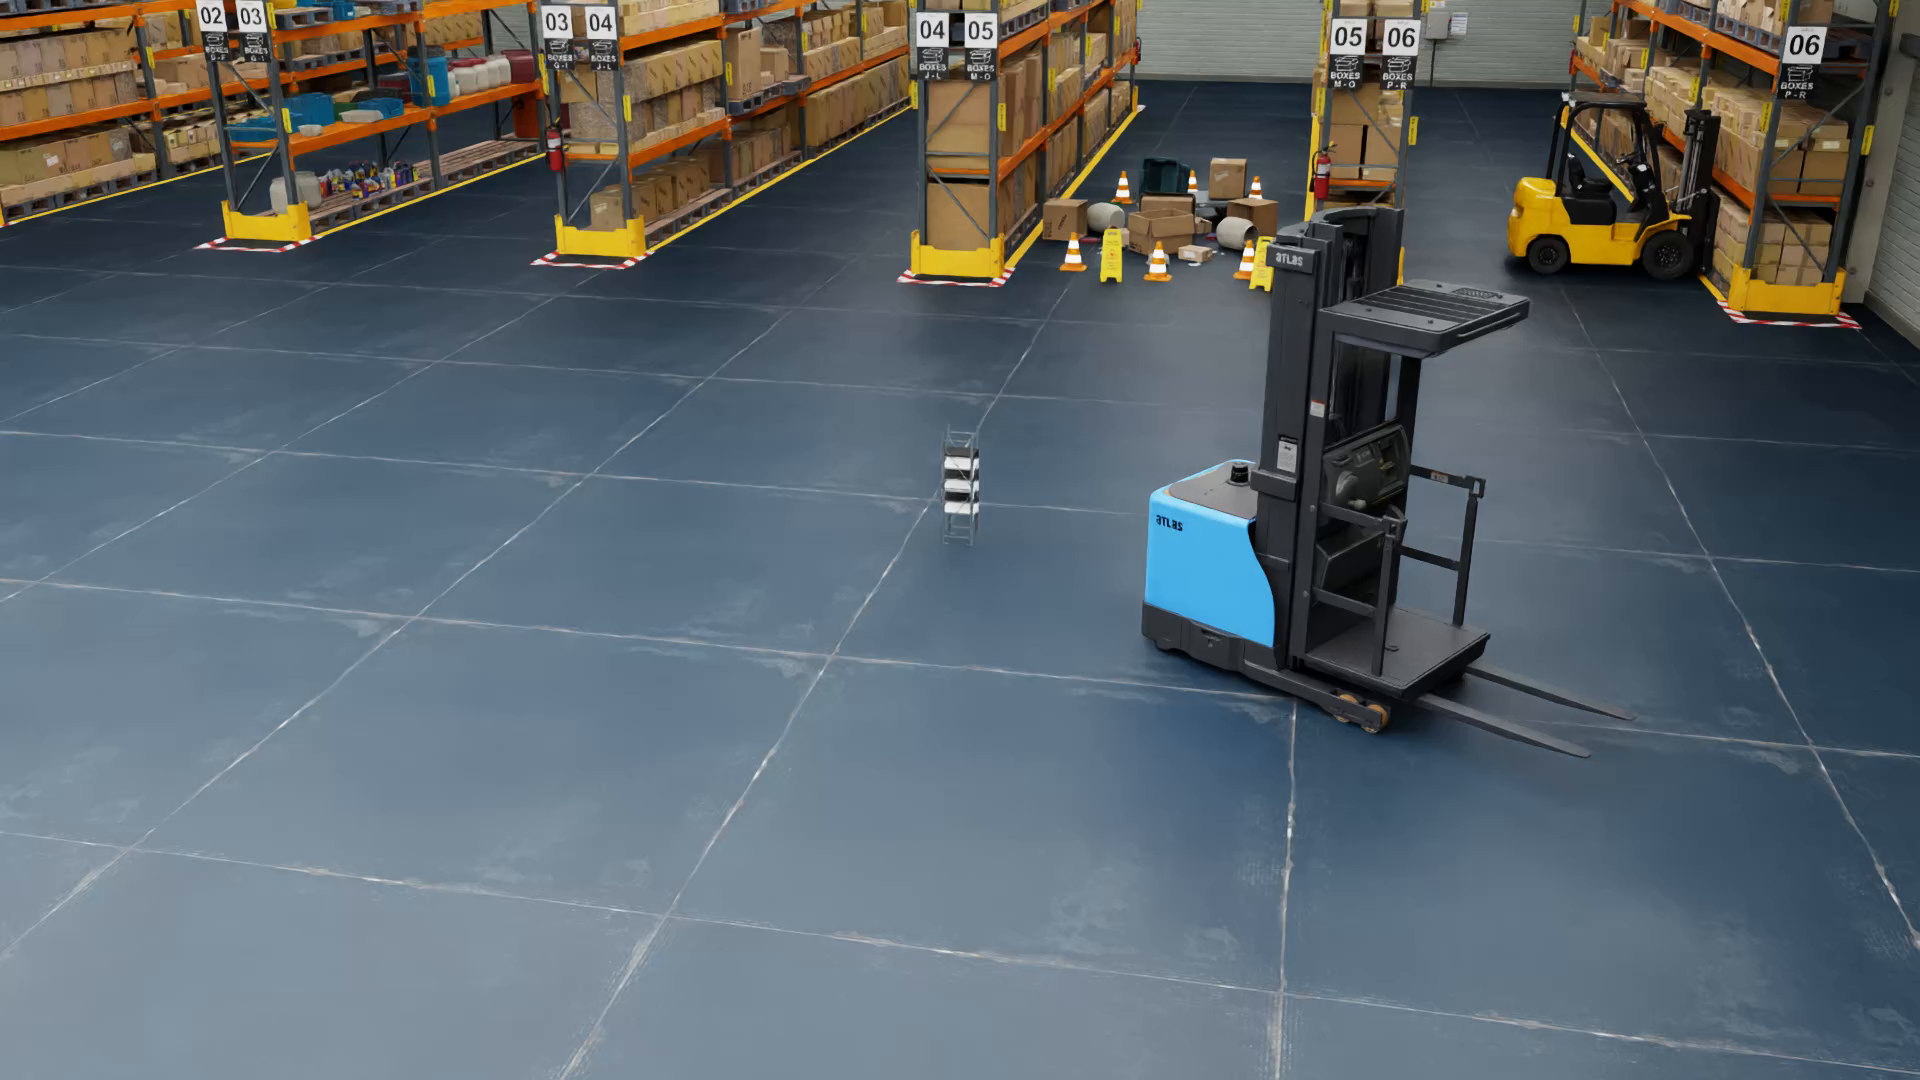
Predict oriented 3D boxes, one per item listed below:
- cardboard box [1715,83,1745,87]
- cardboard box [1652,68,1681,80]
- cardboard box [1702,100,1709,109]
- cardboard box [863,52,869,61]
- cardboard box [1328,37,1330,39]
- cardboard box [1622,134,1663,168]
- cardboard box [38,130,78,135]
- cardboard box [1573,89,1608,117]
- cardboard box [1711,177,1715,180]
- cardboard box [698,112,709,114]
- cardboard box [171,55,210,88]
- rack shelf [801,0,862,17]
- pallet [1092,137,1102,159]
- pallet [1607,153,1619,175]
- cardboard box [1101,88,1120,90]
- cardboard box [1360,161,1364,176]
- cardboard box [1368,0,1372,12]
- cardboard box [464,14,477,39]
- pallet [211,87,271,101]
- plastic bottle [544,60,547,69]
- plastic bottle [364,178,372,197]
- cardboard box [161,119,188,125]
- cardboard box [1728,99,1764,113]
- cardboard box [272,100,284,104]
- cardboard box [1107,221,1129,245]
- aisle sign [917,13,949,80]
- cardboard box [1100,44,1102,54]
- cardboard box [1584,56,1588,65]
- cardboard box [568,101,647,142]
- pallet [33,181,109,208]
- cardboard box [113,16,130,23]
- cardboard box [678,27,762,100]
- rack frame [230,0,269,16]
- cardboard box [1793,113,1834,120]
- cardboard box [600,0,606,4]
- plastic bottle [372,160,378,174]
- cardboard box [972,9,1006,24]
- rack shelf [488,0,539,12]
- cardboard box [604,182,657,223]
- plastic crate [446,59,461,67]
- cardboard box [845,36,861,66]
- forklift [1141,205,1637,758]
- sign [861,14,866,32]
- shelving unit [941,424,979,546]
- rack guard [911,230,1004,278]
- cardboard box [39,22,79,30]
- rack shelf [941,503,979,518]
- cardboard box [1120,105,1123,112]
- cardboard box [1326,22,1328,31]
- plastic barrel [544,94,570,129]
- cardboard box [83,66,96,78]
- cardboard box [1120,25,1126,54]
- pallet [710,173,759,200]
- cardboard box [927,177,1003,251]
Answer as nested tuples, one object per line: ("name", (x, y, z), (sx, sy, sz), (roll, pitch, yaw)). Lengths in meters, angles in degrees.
("cardboard box", (11.110, -6.505, 23.987), (0.380, 0.149, 0.250), (4, 22, 11))
("cardboard box", (10.926, -7.201, 25.717), (0.380, 0.149, 0.250), (5, 22, 12))
("cardboard box", (10.194, -5.834, 22.321), (0.380, 0.149, 0.250), (4, 22, 10))
("cardboard box", (-2.027, -9.608, 33.030), (0.380, 0.149, 0.250), (5, 22, 11))
("cardboard box", (4.909, -6.489, 21.271), (0.380, 0.149, 0.250), (4, 22, 10))
("cardboard box", (11.321, -6.434, 27.599), (0.500, 0.500, 0.500), (4, 22, 10))
("cardboard box", (-14.347, -6.228, 26.416), (0.500, 0.500, 0.500), (4, 22, 11))
("cardboard box", (12.748, -8.792, 33.448), (0.797, 0.503, 0.637), (4, 22, 9))
("cardboard box", (10.111, -4.813, 22.569), (0.500, 0.250, 0.500), (4, 22, 10))
("cardboard box", (-3.971, -6.320, 24.868), (0.380, 0.149, 0.250), (4, 22, 11))
("cardboard box", (-13.360, -8.174, 29.000), (0.500, 0.500, 0.500), (4, 22, 11))
("rack shelf", (-2.821, -9.968, 30.535), (1.077, 0.370, 4.000), (4, 22, 11))
("pallet", (2.018, -7.200, 30.449), (1.003, 0.211, 1.213), (4, 22, 11))
("pallet", (11.773, -6.467, 28.630), (1.003, 0.211, 1.213), (4, 22, 11))
("cardboard box", (3.065, -9.152, 34.021), (0.380, 0.149, 0.250), (4, 22, 9))
("cardboard box", (5.150, -4.583, 20.553), (0.380, 0.149, 0.250), (5, 22, 12))
("cardboard box", (4.847, -6.563, 20.388), (0.380, 0.149, 0.250), (5, 22, 11))
("cardboard box", (-11.221, -11.533, 37.340), (0.500, 0.500, 0.500), (5, 22, 11))
("pallet", (-16.481, -10.200, 37.898), (1.003, 0.211, 1.213), (4, 22, 11))
("plastic bottle", (-7.622, -8.670, 30.539), (0.097, 0.271, 0.097), (0, 22, 0))
("plastic bottle", (-8.965, -5.333, 25.144), (0.097, 0.271, 0.097), (0, 22, 0))
("cardboard box", (-13.736, -7.195, 29.070), (0.500, 0.311, 0.500), (4, 22, 11))
("cardboard box", (9.976, -5.497, 21.087), (0.380, 0.149, 0.250), (4, 22, 11))
("cardboard box", (-12.965, -8.339, 32.302), (0.500, 0.500, 0.500), (5, 23, 13))
("cardboard box", (2.242, -4.263, 23.083), (0.396, 0.266, 0.258), (8, 23, 20))
("aisle sign", (-0.334, -6.040, 20.357), (0.394, 0.787, 0.004), (4, 22, 11))
("cardboard box", (2.428, -9.095, 30.797), (0.380, 0.149, 0.250), (5, 23, 13))
("cardboard box", (12.318, -9.288, 32.238), (0.380, 0.149, 0.250), (4, 22, 9))
("cardboard box", (-4.722, -5.636, 22.300), (0.875, 0.500, 0.500), (4, 22, 11))
("pallet", (-14.192, -5.443, 26.087), (1.003, 0.211, 1.213), (4, 22, 11))
("cardboard box", (-17.126, -10.566, 33.511), (0.500, 0.250, 0.500), (4, 22, 10))
("cardboard box", (-3.746, -7.468, 26.017), (1.000, 1.000, 1.000), (5, 22, 11))
("rack frame", (-9.710, -8.413, 21.697), (1.000, 3.000, 0.127), (4, 22, 11))
("cardboard box", (10.170, -4.992, 19.833), (0.380, 0.149, 0.250), (5, 22, 11))
("cardboard box", (-4.966, -7.173, 22.301), (0.380, 0.149, 0.250), (5, 22, 11))
("plastic bottle", (-9.388, -5.948, 26.671), (0.097, 0.271, 0.097), (0, 22, 0))
("cardboard box", (0.358, -6.455, 20.490), (0.380, 0.149, 0.250), (5, 22, 11))
("rack shelf", (-7.669, -10.345, 31.473), (1.077, 0.370, 4.000), (4, 22, 11))
("cardboard box", (-4.629, -4.736, 23.382), (0.500, 0.500, 0.500), (11, 24, 25))
("plastic crate", (-8.707, -8.018, 28.661), (0.402, 0.464, 0.583), (4, 22, 11))
("cardboard box", (-2.241, -9.496, 32.282), (0.500, 0.500, 0.500), (5, 22, 11))
("forklift", (2.625, -0.423, 9.980), (3.031, 2.935, 1.130), (20, 29, 40))
("sign", (-1.879, -10.104, 32.482), (0.100, 0.325, 0.005), (4, 22, 11))
("shelving unit", (0.002, -0.420, 12.693), (0.258, 0.900, 0.210), (4, 22, 11))
("rack guard", (-0.031, -3.669, 21.295), (1.175, 0.500, 0.348), (4, 22, 11))
("cardboard box", (-17.425, -10.010, 32.129), (0.500, 0.250, 0.500), (5, 22, 12))
("rack shelf", (0.002, -0.223, 12.773), (0.258, 0.077, 0.200), (4, 22, 11))
("cardboard box", (3.140, -8.873, 34.125), (0.380, 0.149, 0.250), (5, 22, 12))
("cardboard box", (6.736, -8.886, 29.429), (0.500, 0.500, 0.500), (4, 22, 10))
("plastic barrel", (-7.764, -8.225, 31.928), (0.600, 0.588, 0.708), (4, 22, 11))
("cardboard box", (-13.797, -7.331, 26.040), (0.380, 0.149, 0.250), (4, 22, 11))
("cardboard box", (3.002, -9.935, 32.976), (0.500, 0.500, 0.500), (4, 22, 10))
("pallet", (-3.888, -5.707, 26.741), (1.003, 0.211, 1.213), (4, 22, 11))
("cardboard box", (0.047, -4.300, 21.797), (0.875, 0.875, 0.875), (5, 22, 11))
